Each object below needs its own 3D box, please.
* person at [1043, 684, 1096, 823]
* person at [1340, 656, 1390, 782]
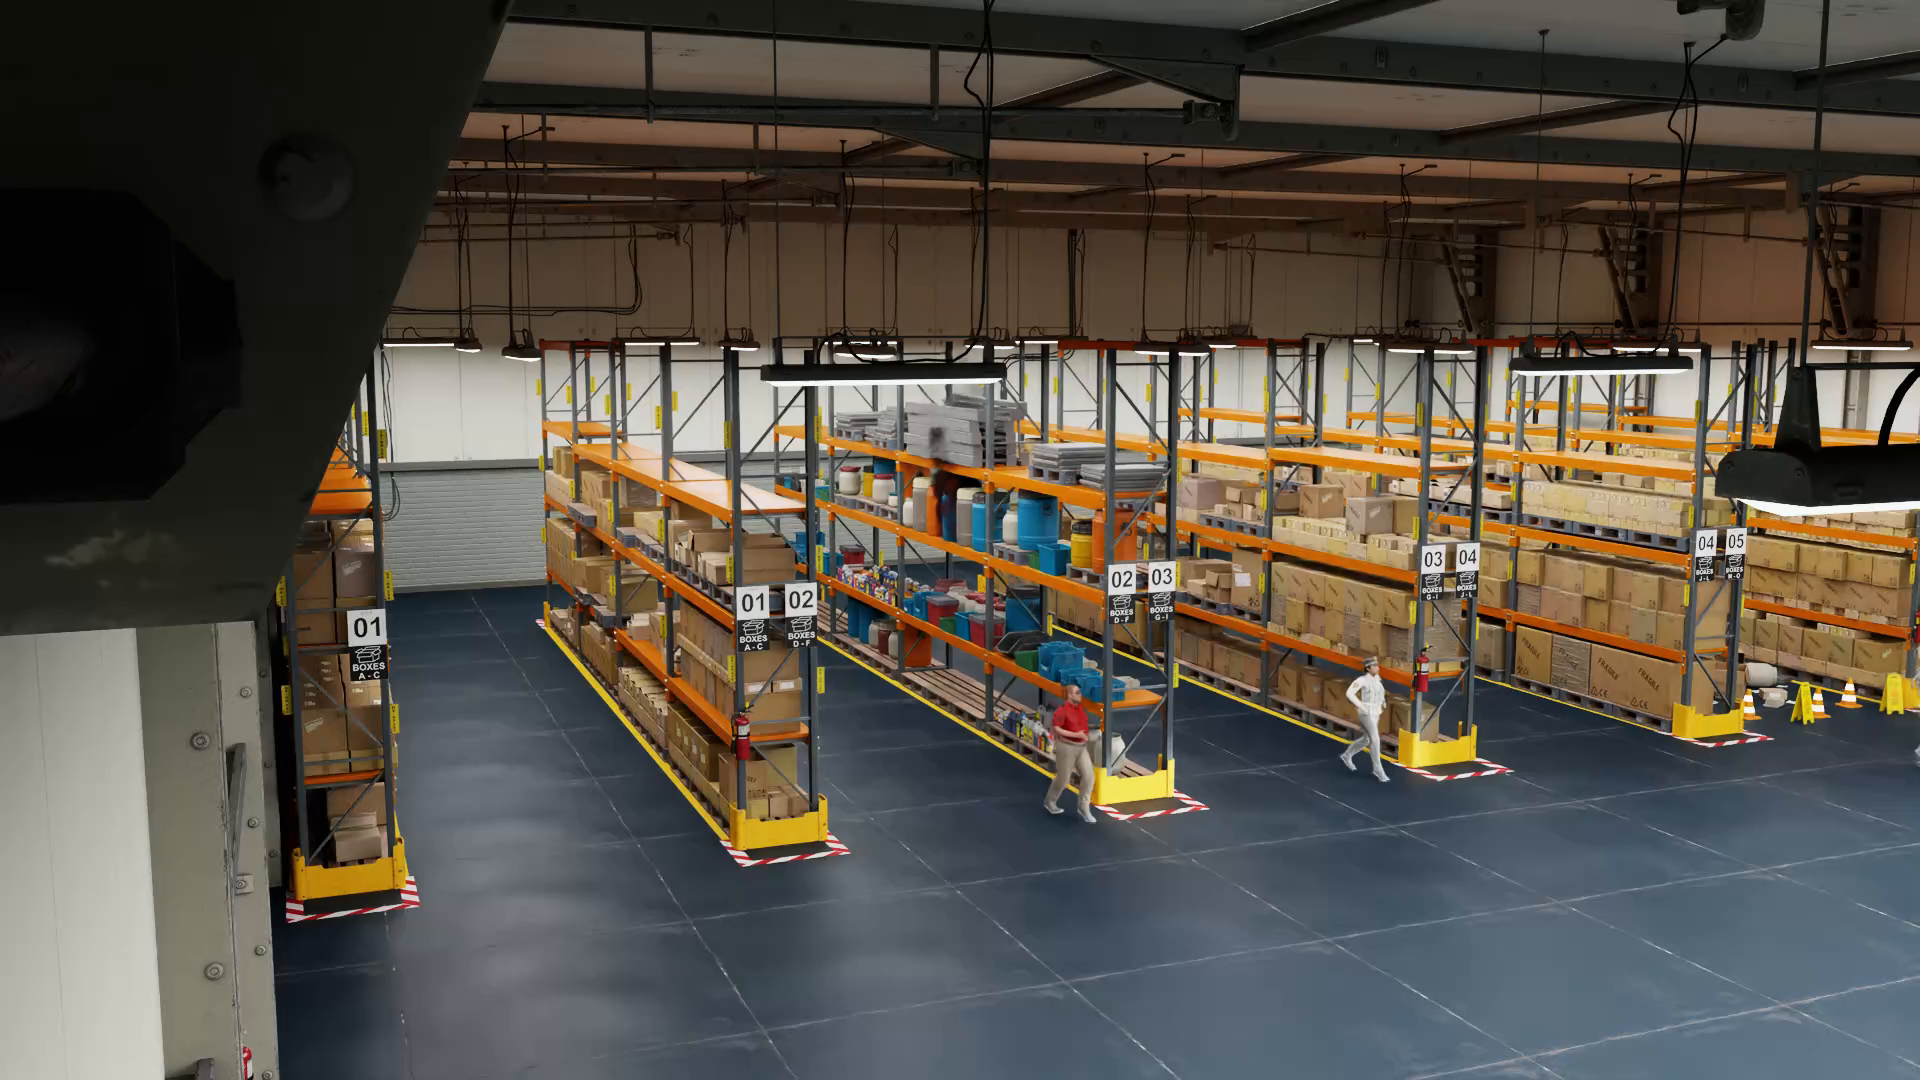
[{"bbox_3d":[1.447,2.730,21.319,0.688,1.773,0.744,-7,10,-44],"label":"person"},{"bbox_3d":[5.735,2.474,23.328,0.654,1.745,0.816,-7,10,-43],"label":"person"}]
